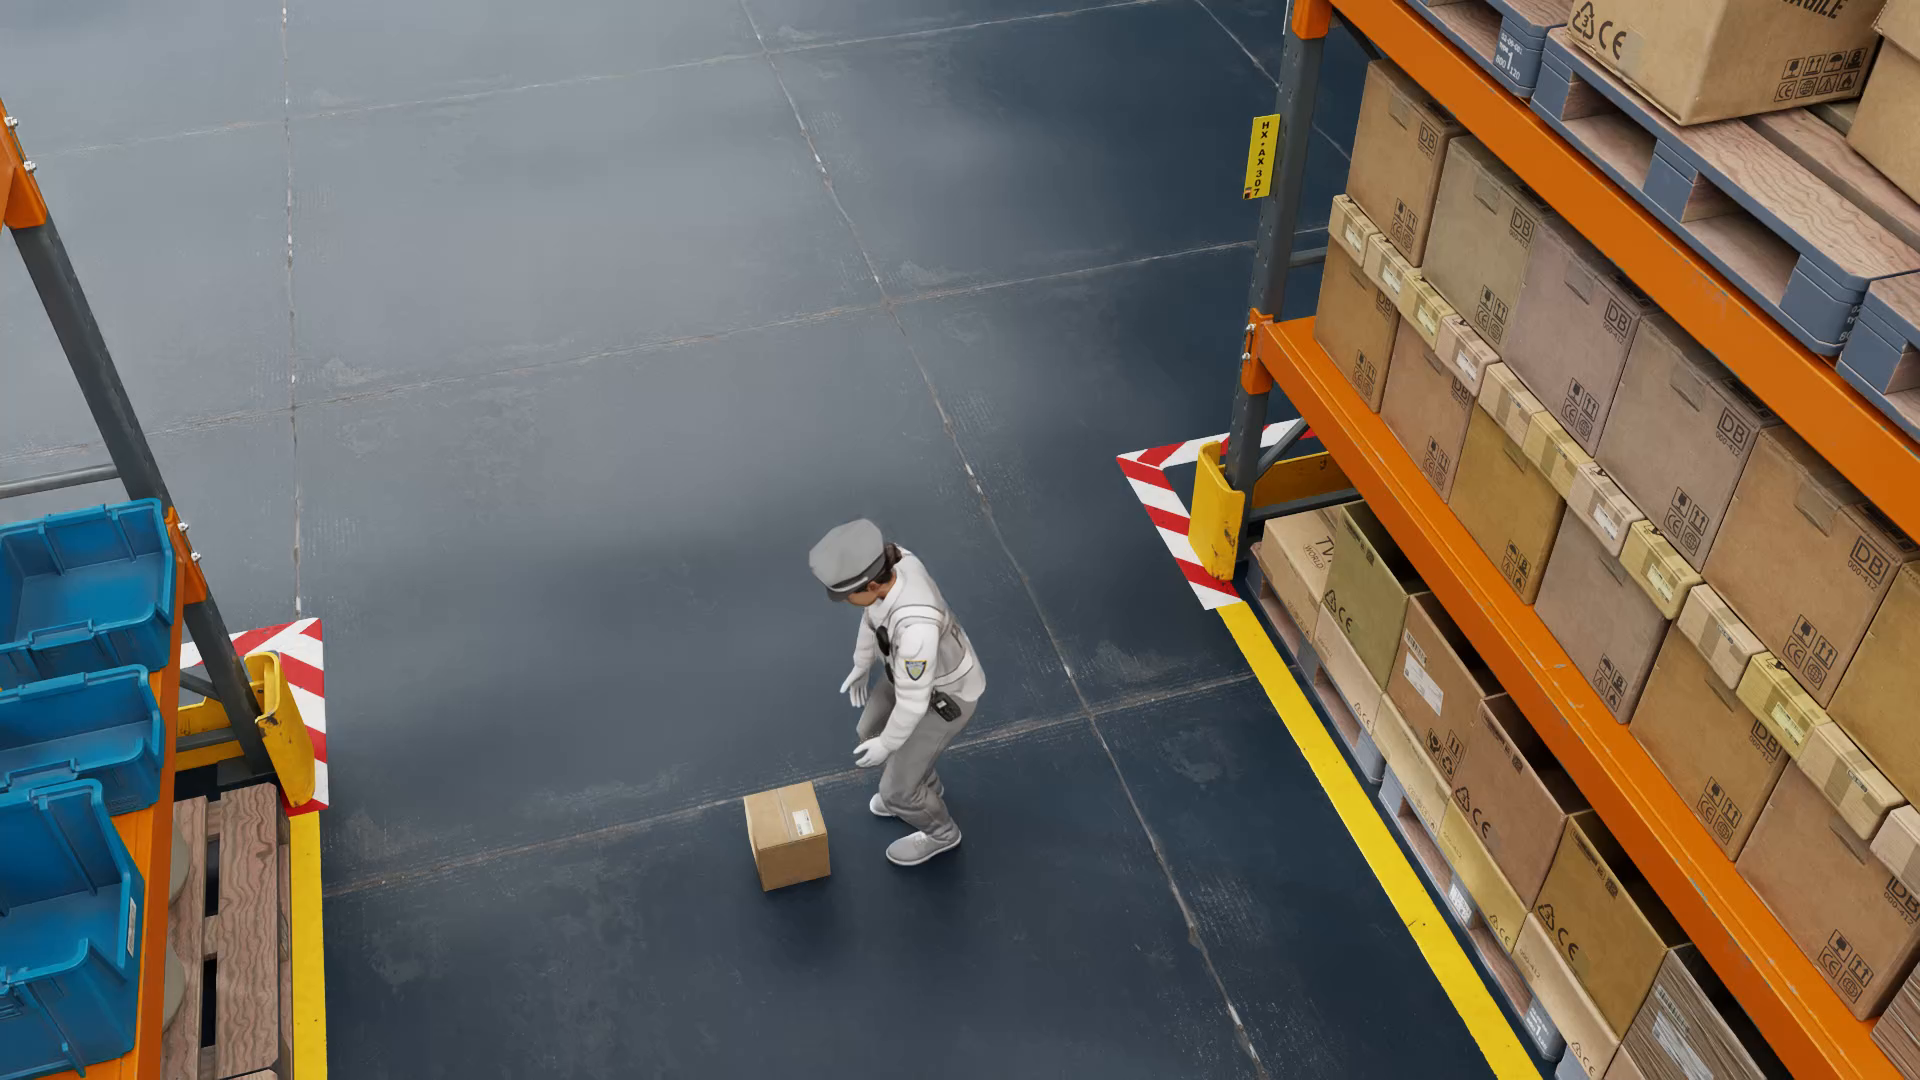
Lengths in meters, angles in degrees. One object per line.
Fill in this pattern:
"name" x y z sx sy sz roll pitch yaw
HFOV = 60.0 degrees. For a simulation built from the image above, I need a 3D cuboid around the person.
"person" -0.195 0.534 5.677 0.570 1.542 0.523 -11 44 -12
